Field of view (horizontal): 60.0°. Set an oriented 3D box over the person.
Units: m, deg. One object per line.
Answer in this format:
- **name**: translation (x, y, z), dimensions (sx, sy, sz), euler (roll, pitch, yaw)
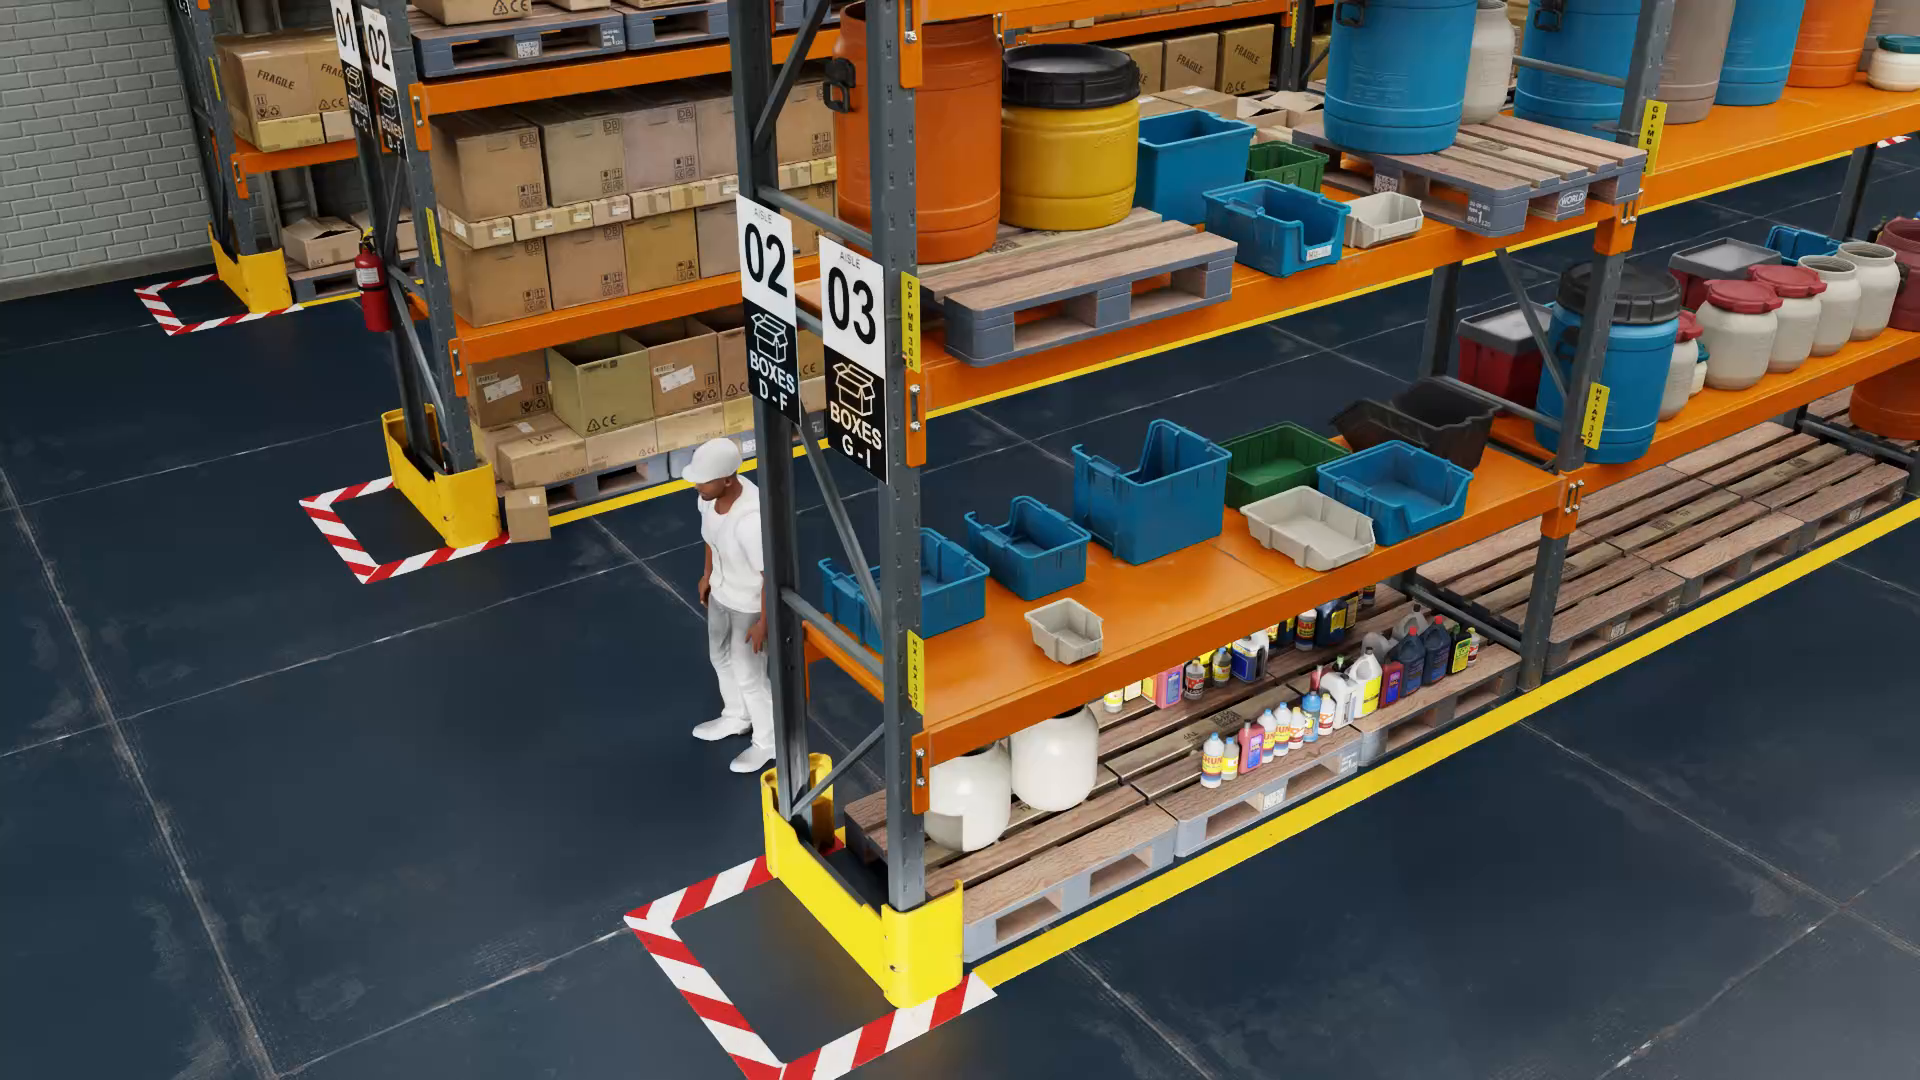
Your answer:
- **person**: translation (-1.086, 0.288, 8.072), dimensions (0.460, 1.760, 0.625), euler (-19, 34, -31)
